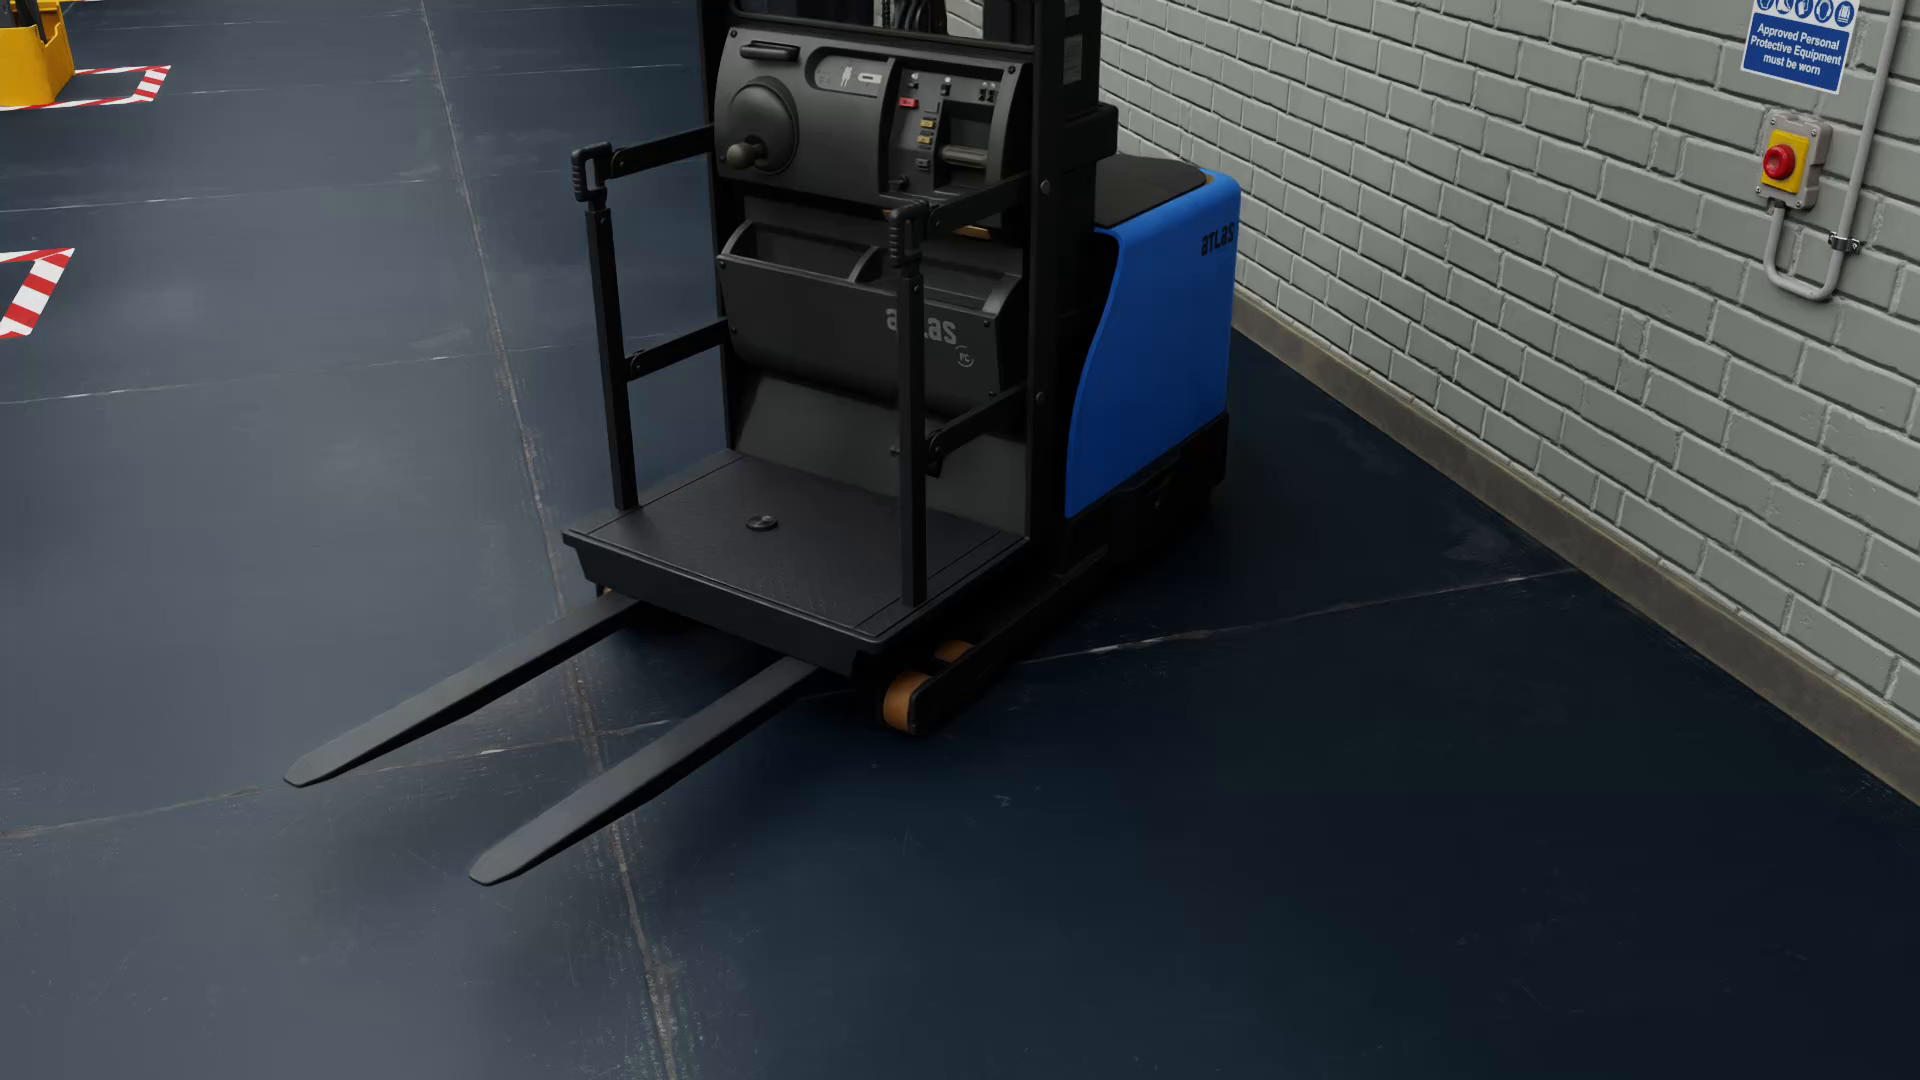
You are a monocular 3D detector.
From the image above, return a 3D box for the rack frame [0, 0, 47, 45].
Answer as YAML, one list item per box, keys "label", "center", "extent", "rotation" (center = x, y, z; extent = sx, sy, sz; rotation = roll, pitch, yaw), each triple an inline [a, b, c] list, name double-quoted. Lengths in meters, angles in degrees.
- label: "rack frame"
  center: [-6.436, -4.475, 10.890]
  extent: [0.127, 3.000, 1.000]
  rotation: [-8, 28, -16]

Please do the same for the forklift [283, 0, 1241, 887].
- label: "forklift"
  center: [-0.371, -1.056, 4.082]
  extent: [1.130, 2.935, 3.031]
  rotation: [17, 31, 30]

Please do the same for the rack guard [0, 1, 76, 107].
- label: "rack guard"
  center: [-6.413, -3.358, 11.453]
  extent: [0.348, 0.500, 1.175]
  rotation: [-8, 28, -16]

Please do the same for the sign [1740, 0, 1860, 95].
- label: "sign"
  center: [2.031, -1.221, 4.032]
  extent: [0.001, 0.218, 0.327]
  rotation: [-8, 28, -16]

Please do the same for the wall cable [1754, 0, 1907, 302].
- label: "wall cable"
  center: [1.987, -1.540, 3.801]
  extent: [0.123, 1.953, 0.585]
  rotation: [-8, 28, -16]
